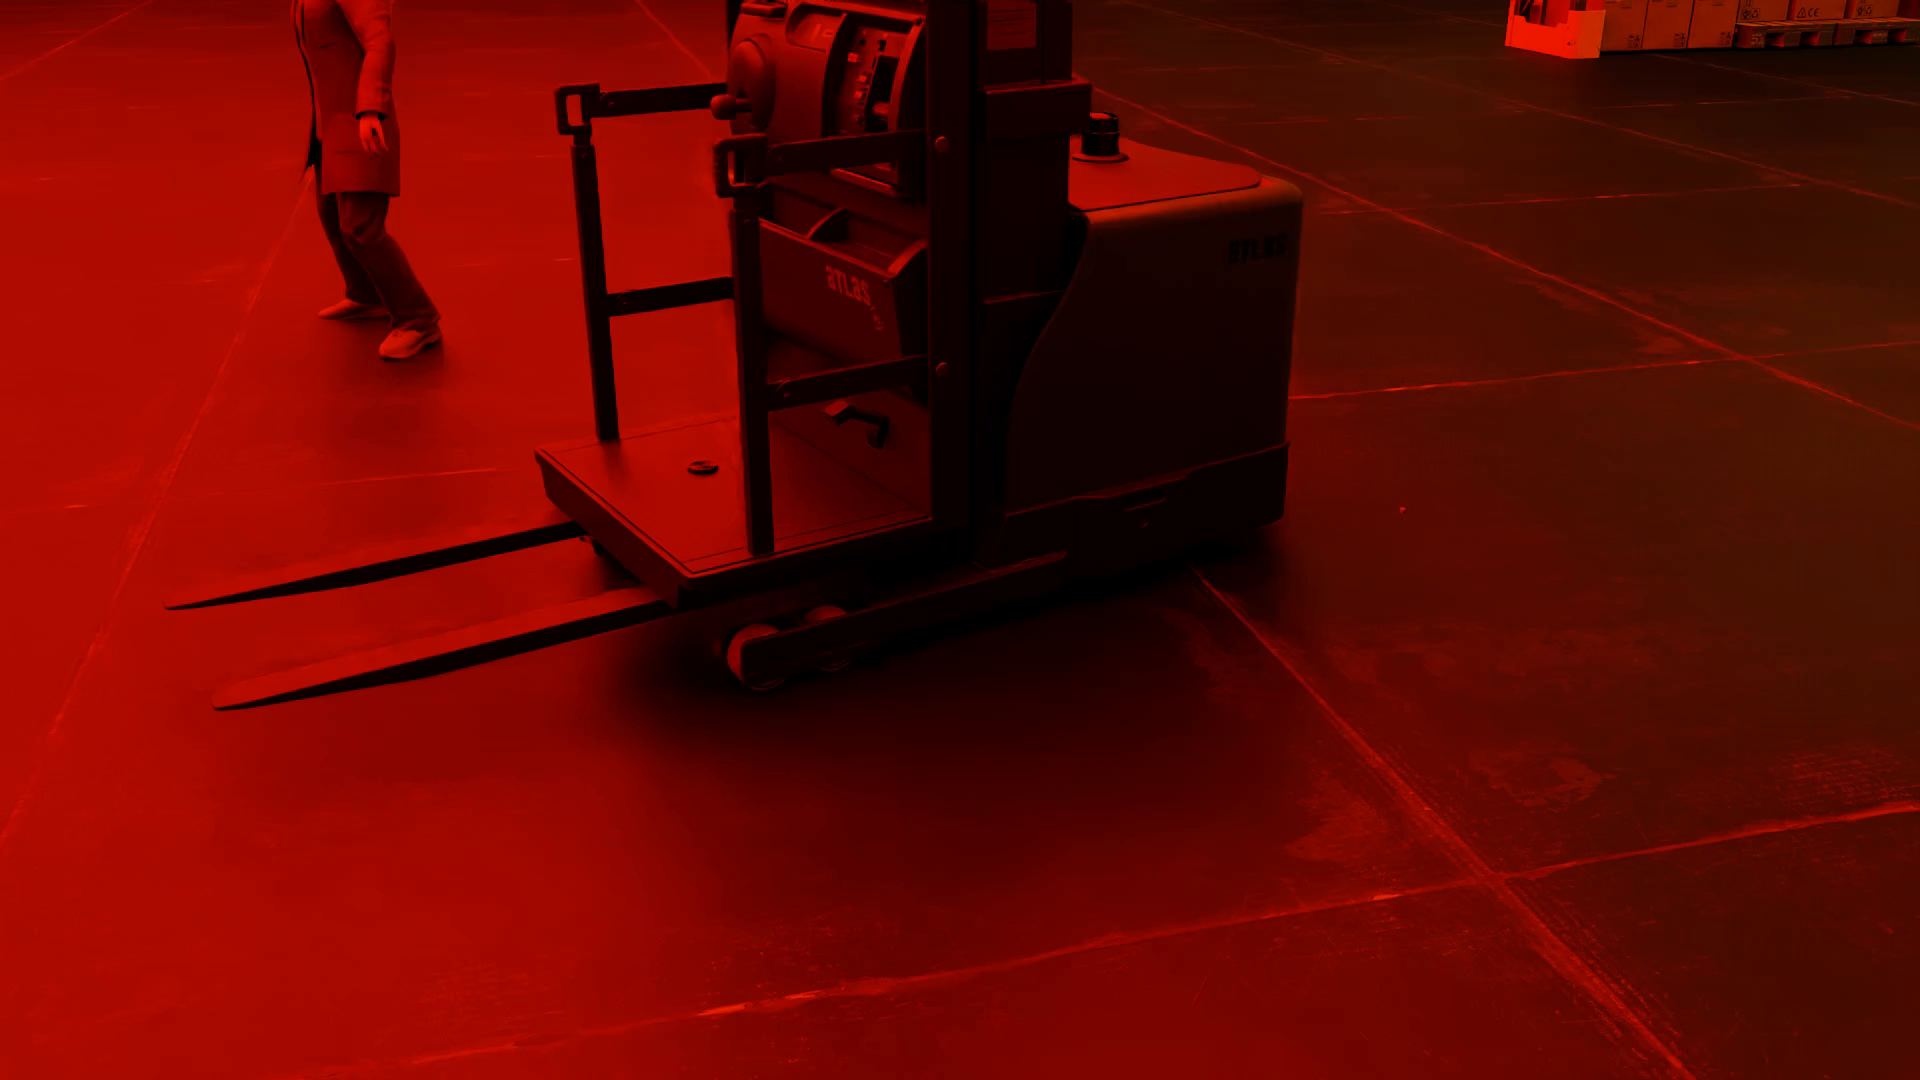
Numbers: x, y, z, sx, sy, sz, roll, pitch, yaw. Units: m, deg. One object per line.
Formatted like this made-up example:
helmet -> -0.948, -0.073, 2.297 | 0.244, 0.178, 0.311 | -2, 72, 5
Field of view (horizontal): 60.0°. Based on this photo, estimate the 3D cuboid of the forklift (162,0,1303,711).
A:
forklift -> -0.532, -1.207, 4.146 | 3.031, 2.935, 1.130 | -14, 27, -30

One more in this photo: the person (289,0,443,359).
person -> -2.480, -1.644, 6.766 | 0.412, 1.739, 0.992 | -17, 28, -34
